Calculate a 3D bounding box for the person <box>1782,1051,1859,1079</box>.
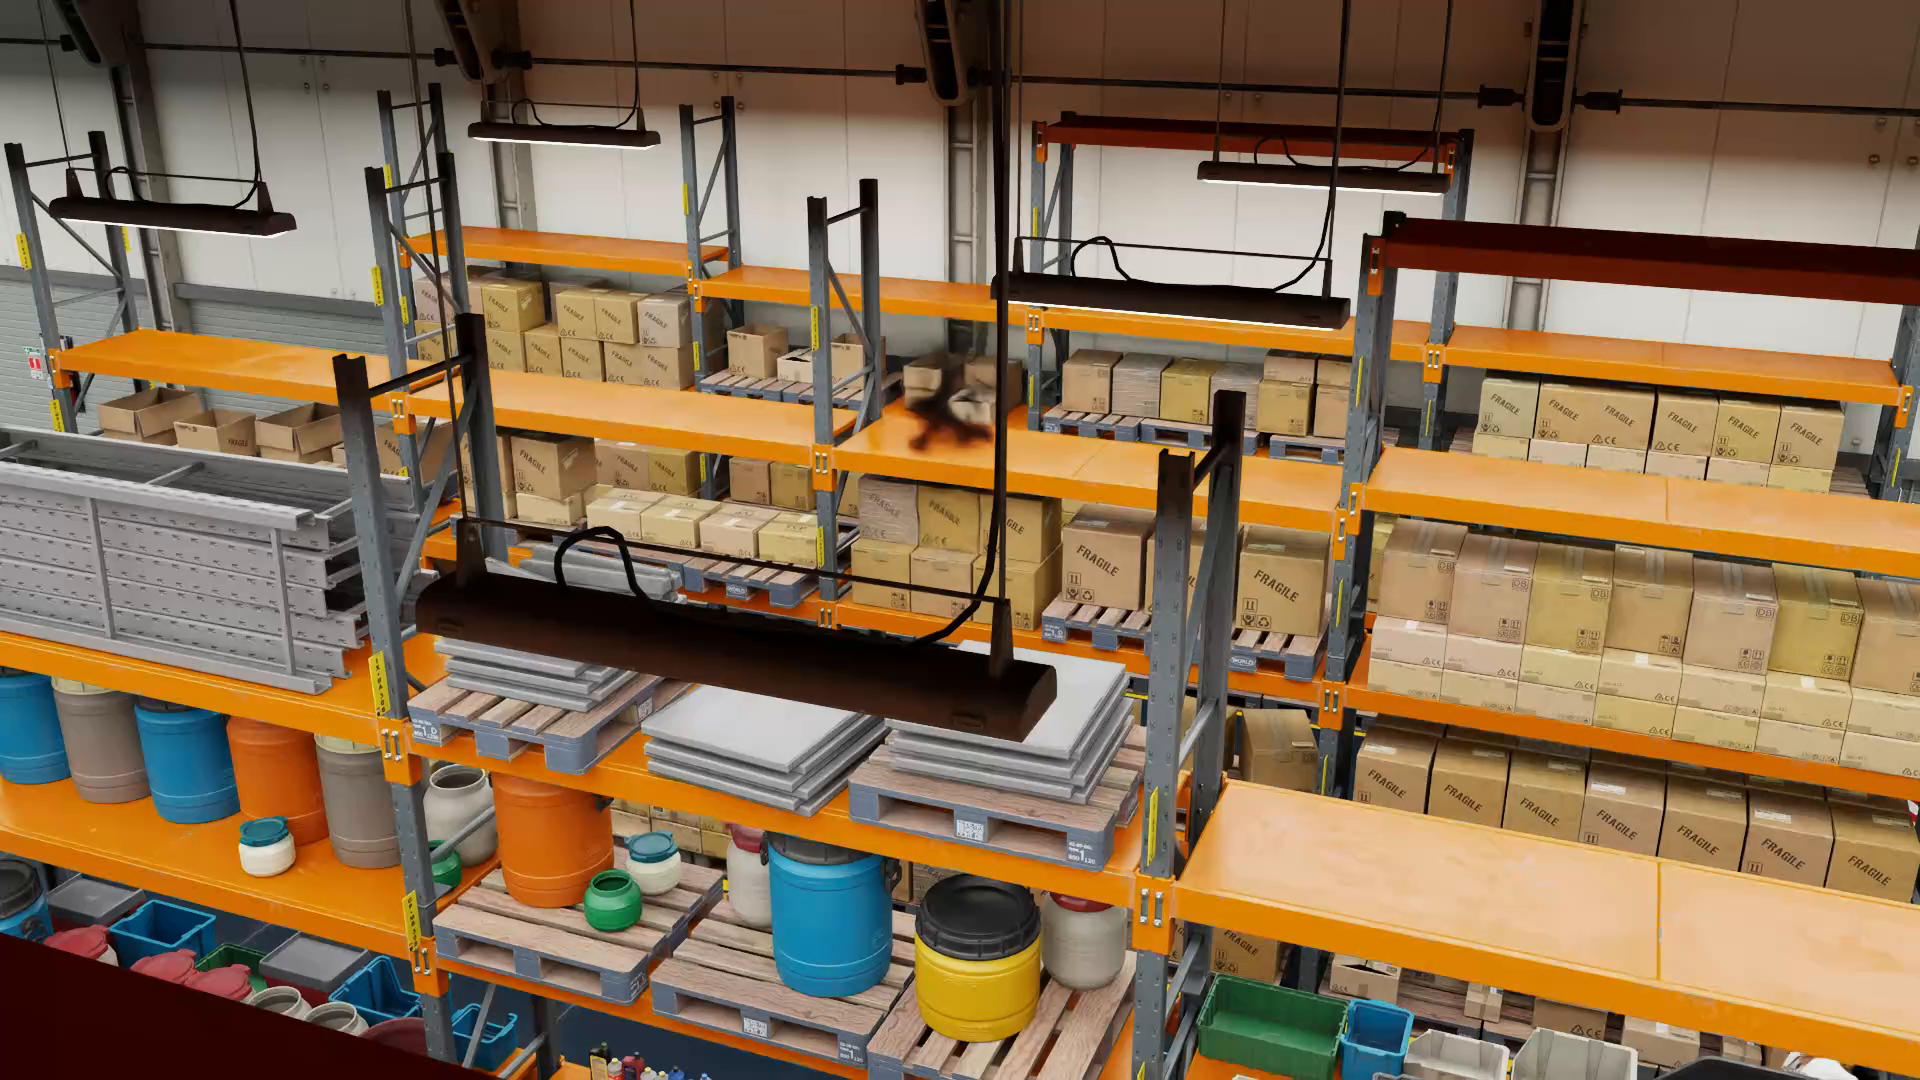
[{"bbox_3d":[5.235,3.710,10.229,0.985,1.792,0.727,2,21,6],"label":"person"}]
